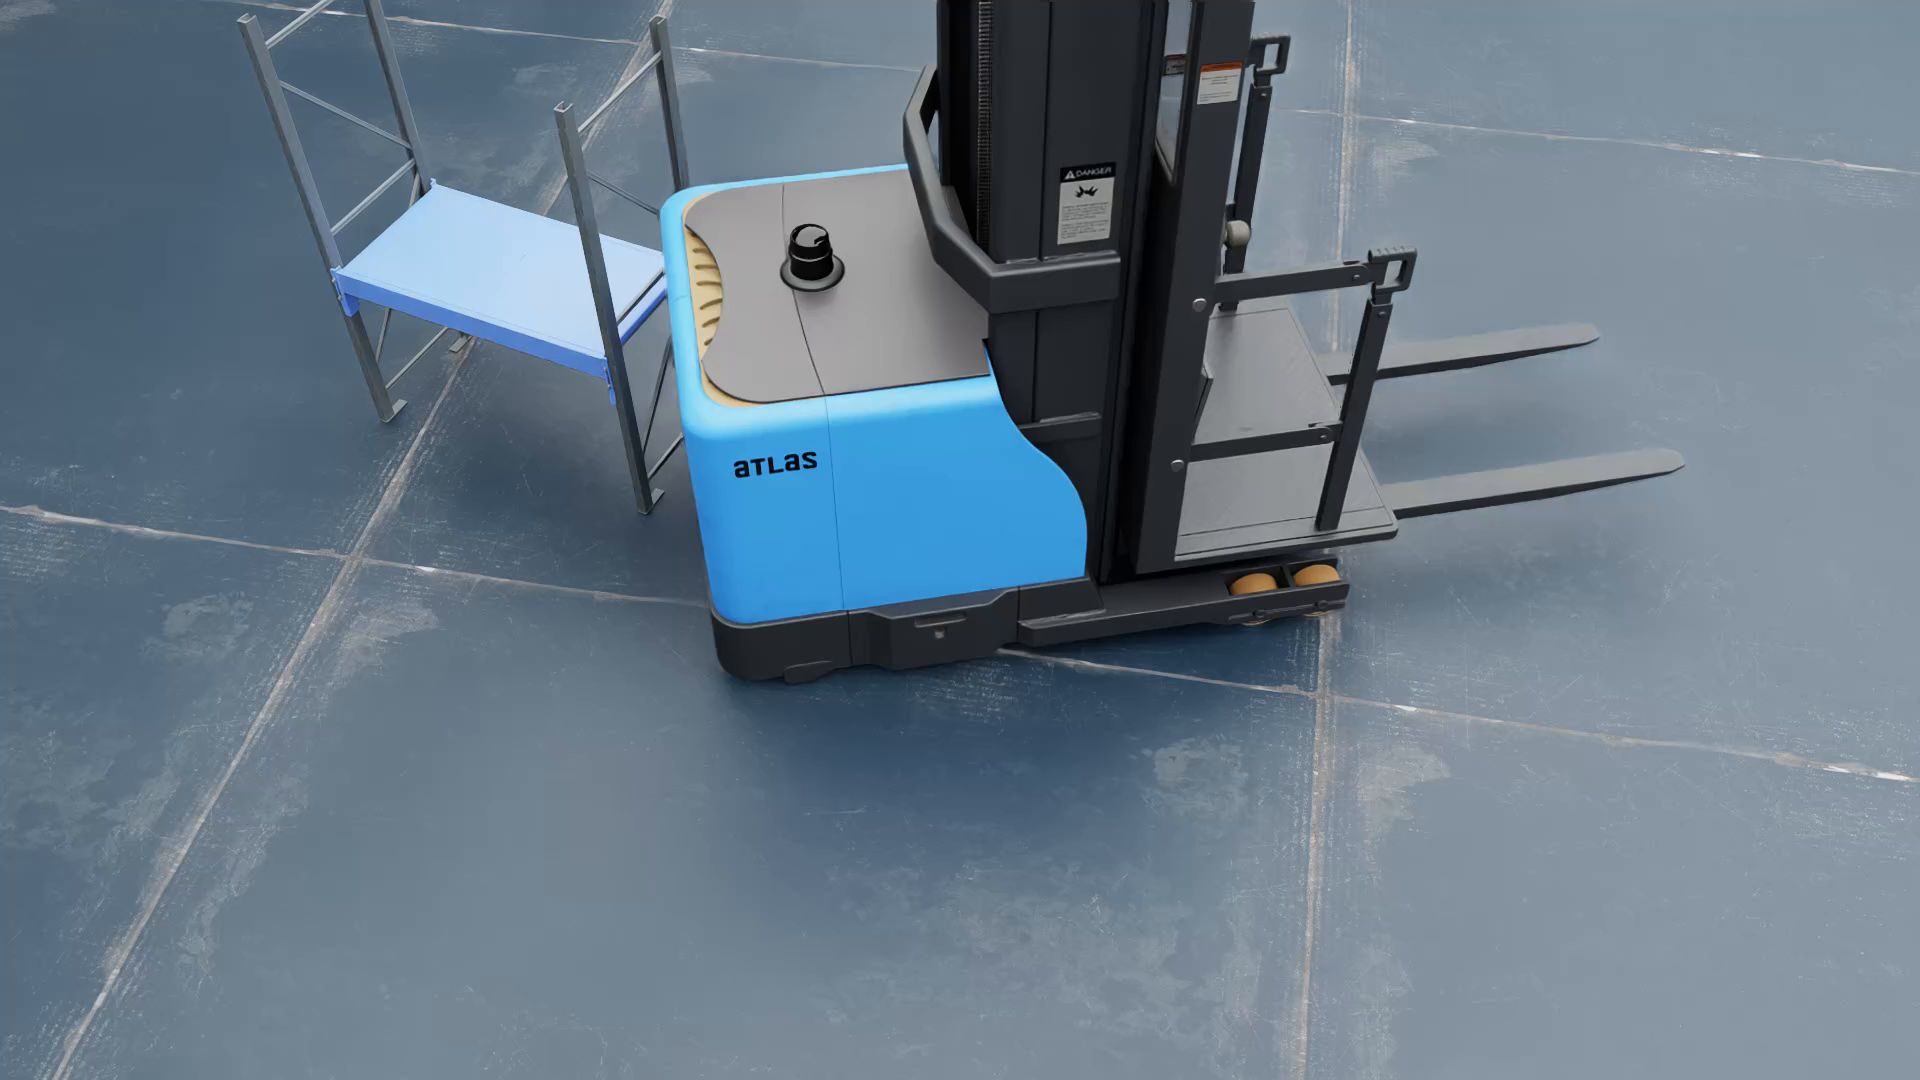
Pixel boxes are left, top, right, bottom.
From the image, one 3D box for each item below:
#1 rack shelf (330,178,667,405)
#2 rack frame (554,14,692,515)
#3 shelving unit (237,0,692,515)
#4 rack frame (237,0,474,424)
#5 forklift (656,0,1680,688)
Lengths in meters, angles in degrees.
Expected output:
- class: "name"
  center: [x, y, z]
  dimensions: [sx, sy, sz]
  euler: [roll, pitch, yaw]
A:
- class: "rack shelf"
  center: [-1.376, -0.790, 5.194]
  dimensions: [1.000, 0.185, 0.538]
  euler: [19, 51, 16]
- class: "rack frame"
  center: [-0.913, -0.754, 4.919]
  dimensions: [0.032, 1.500, 0.500]
  euler: [19, 51, 16]
- class: "shelving unit"
  center: [-1.376, -0.910, 5.060]
  dimensions: [1.048, 1.500, 0.538]
  euler: [19, 51, 16]
- class: "rack frame"
  center: [-1.839, -1.067, 5.200]
  dimensions: [0.032, 1.500, 0.500]
  euler: [19, 51, 16]
- class: "forklift"
  center: [0.703, -1.115, 4.282]
  dimensions: [3.031, 2.935, 1.130]
  euler: [-9, 49, -8]
